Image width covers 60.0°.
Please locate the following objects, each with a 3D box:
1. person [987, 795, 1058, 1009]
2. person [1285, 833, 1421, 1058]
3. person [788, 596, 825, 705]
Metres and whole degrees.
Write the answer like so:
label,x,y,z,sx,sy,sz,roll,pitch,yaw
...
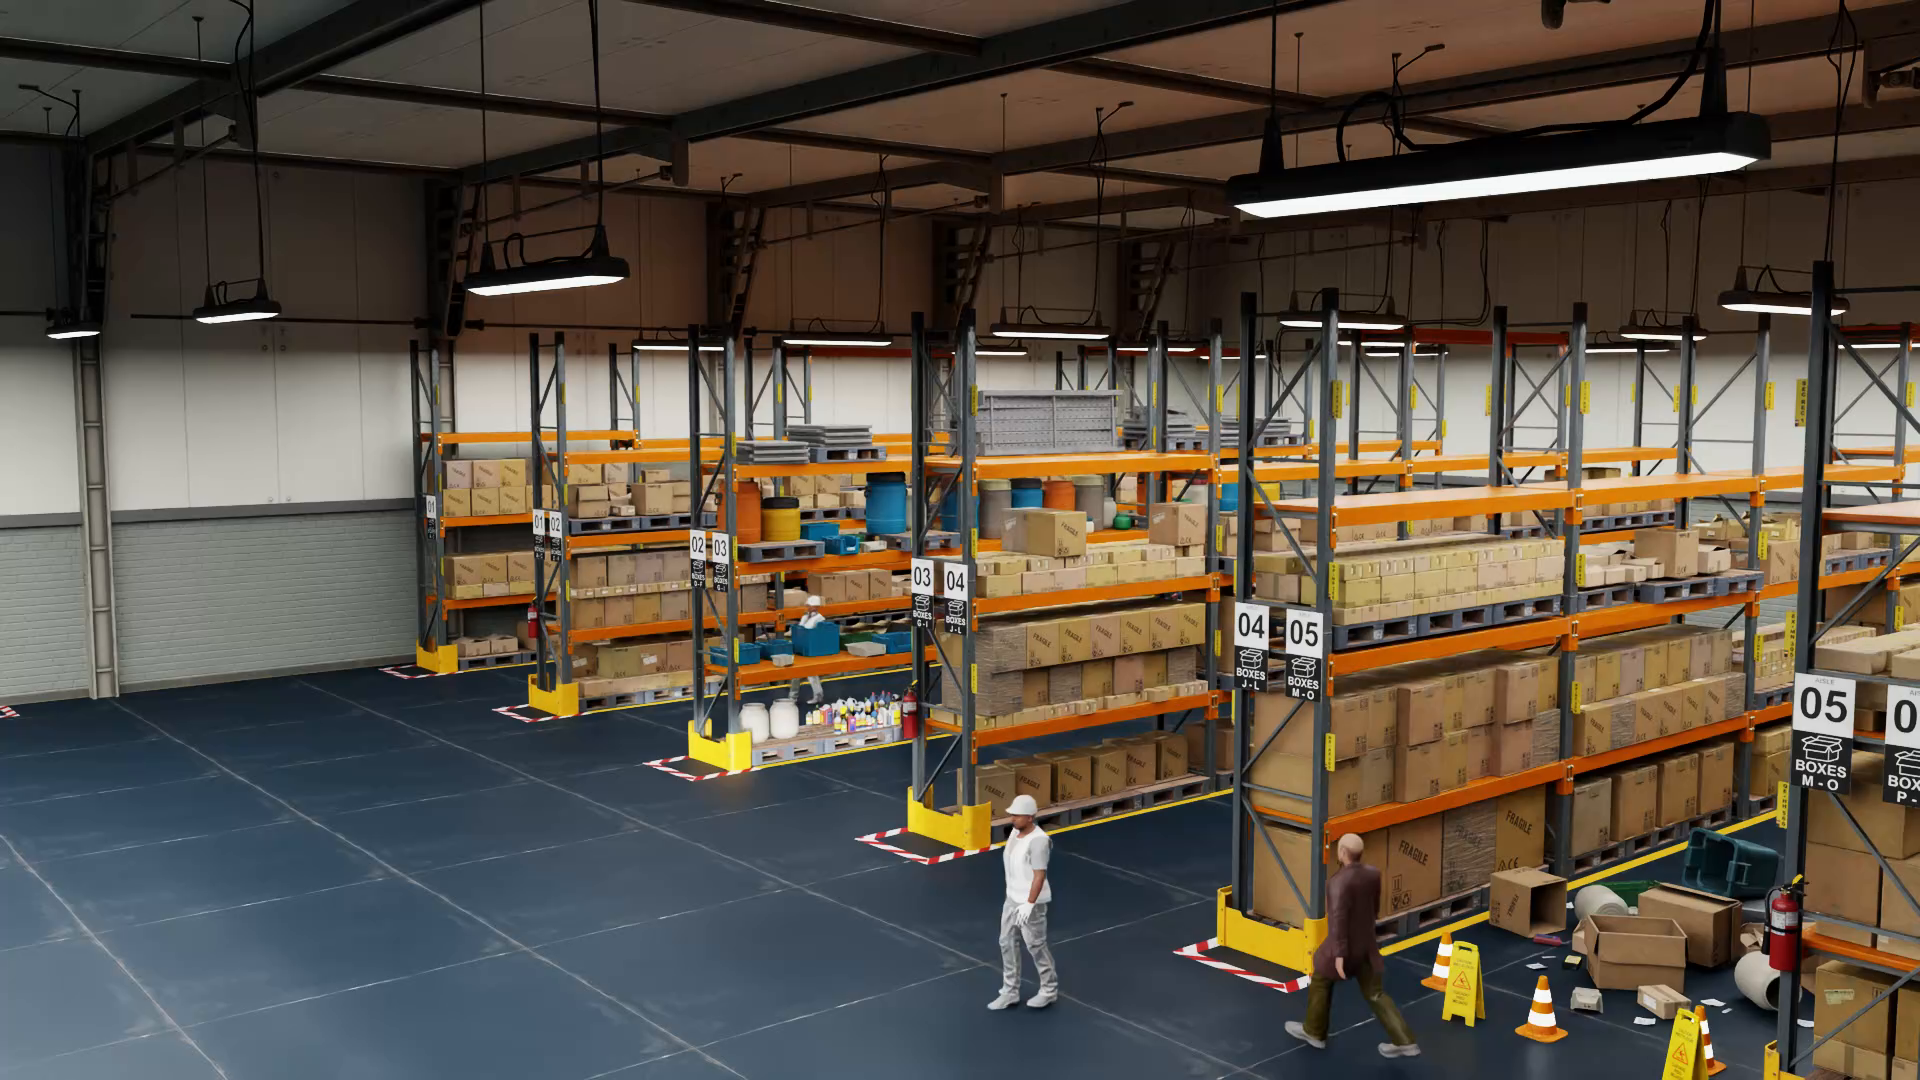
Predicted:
label,x,y,z,sx,sy,sz,roll,pitch,yaw
person,0.517,3.014,13.818,0.583,1.821,0.628,-2,6,-22
person,3.022,3.114,12.774,0.578,1.731,1.144,-4,7,-38
person,-2.529,1.807,26.953,0.563,1.797,0.676,5,7,43
